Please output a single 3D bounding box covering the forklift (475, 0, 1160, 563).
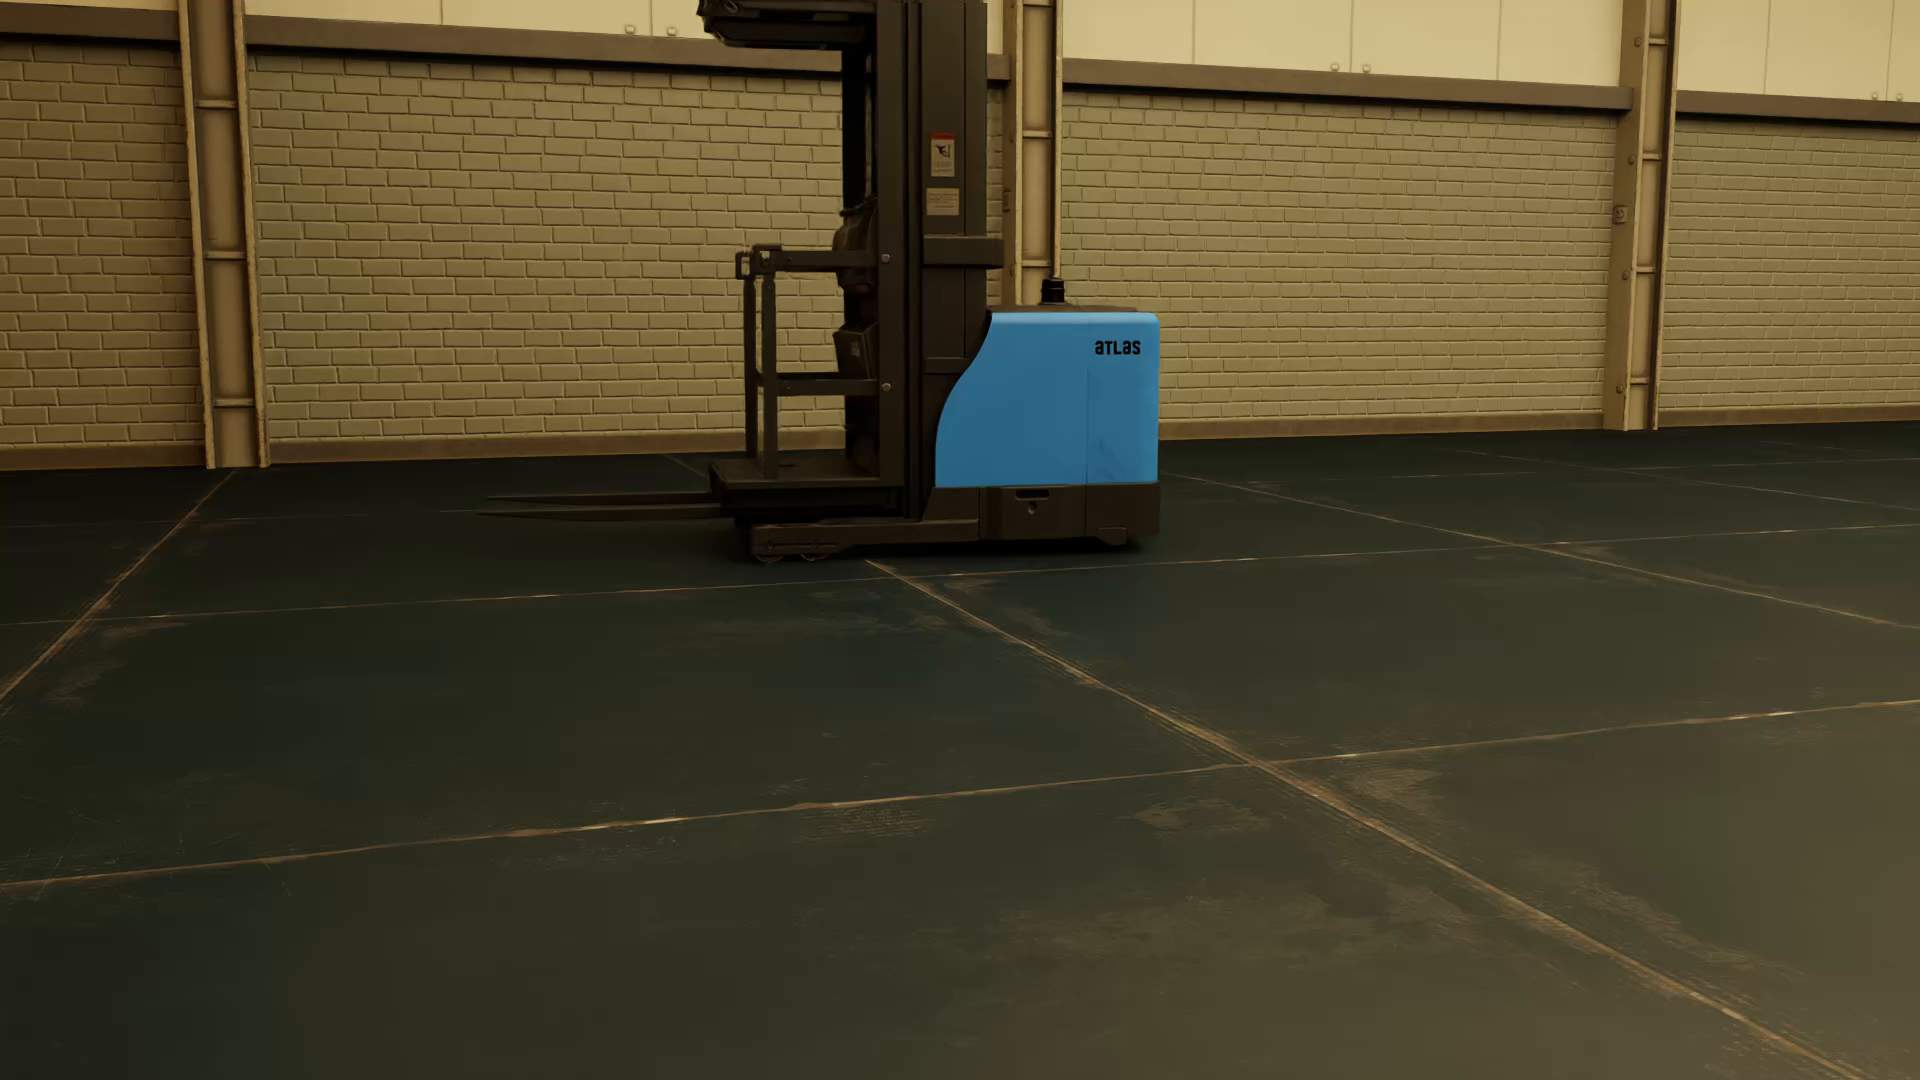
[{"bbox_3d":[-0.657,-1.430,7.564,3.031,2.935,1.130,-2,8,-12],"label":"forklift"}]
